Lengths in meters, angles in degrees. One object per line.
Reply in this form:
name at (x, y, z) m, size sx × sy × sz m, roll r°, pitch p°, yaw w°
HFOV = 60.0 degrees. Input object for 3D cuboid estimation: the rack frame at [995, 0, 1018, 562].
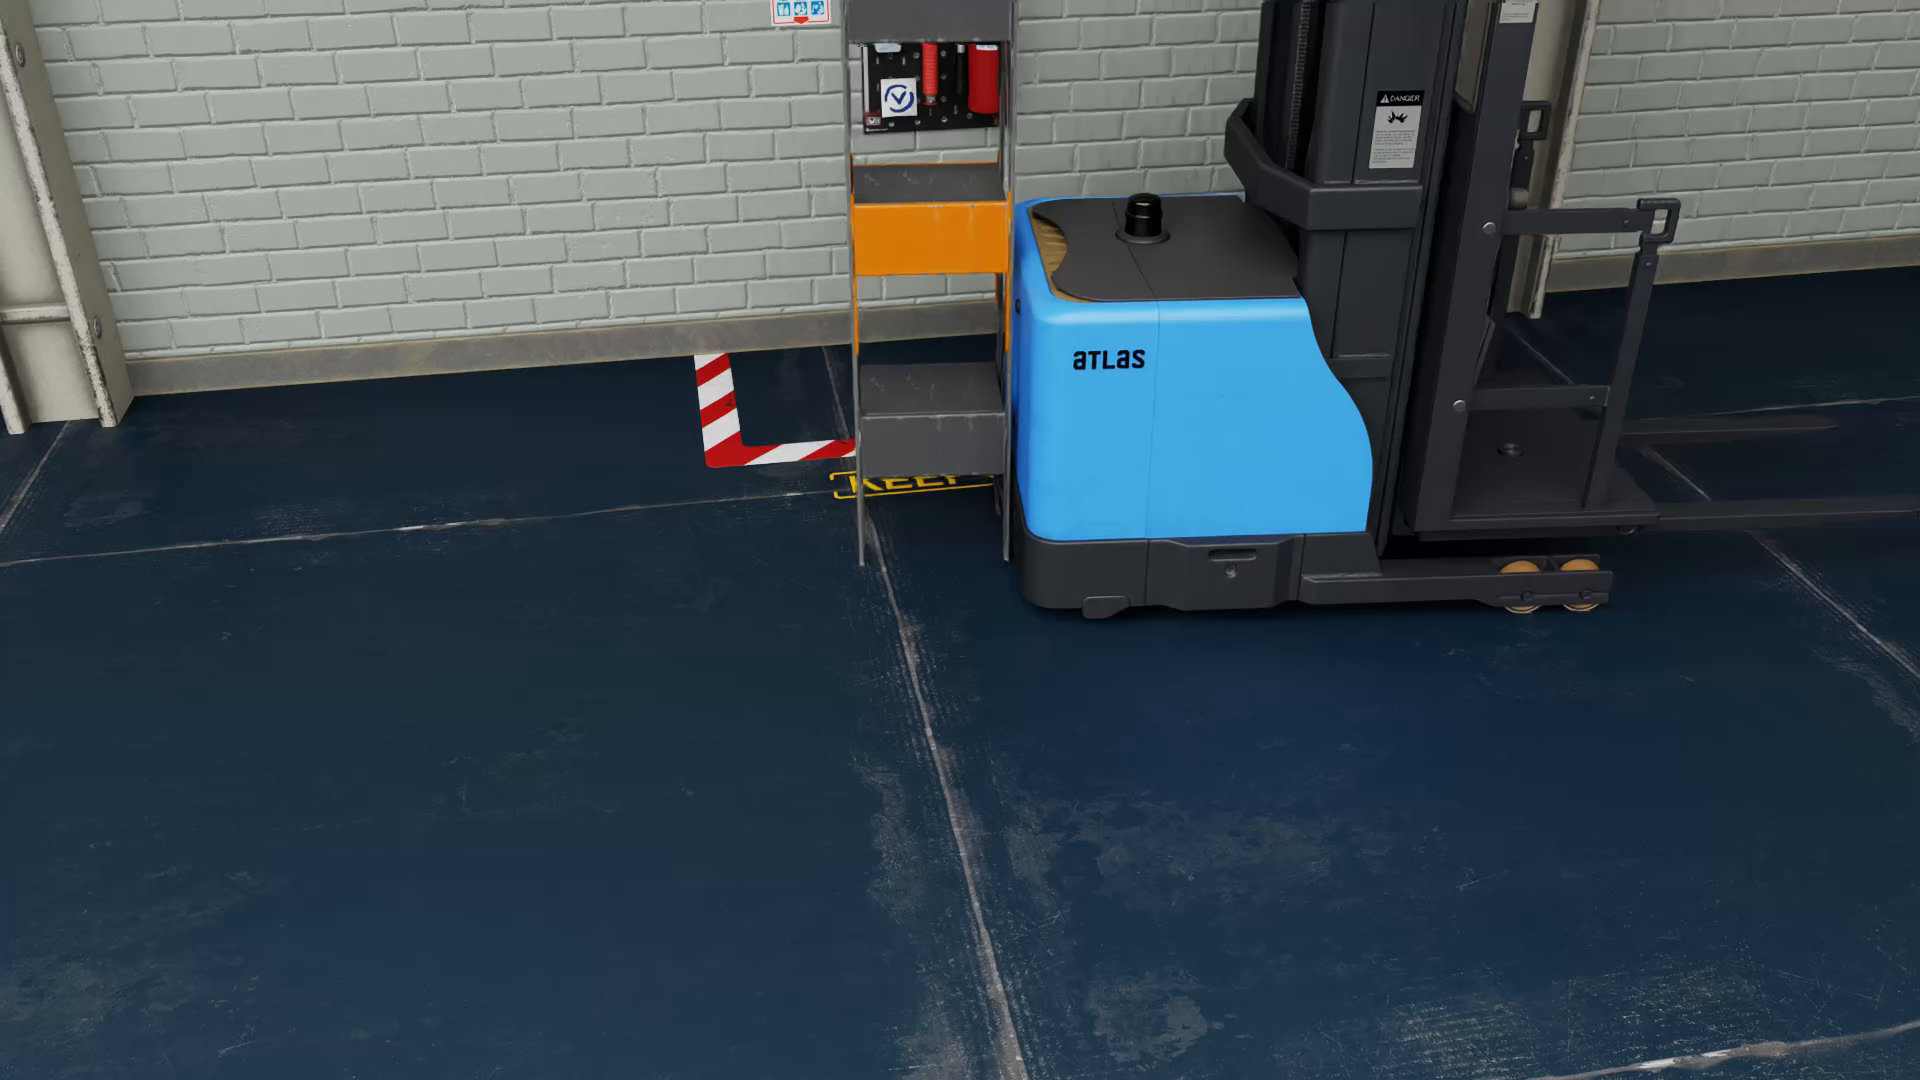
rack frame at (0.145, -0.932, 5.263) m, size 0.015 × 2.100 × 0.400 m, roll -2°, pitch 31°, yaw -3°

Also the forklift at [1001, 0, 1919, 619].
forklift at (1.683, -1.294, 5.060) m, size 3.031 × 2.935 × 1.130 m, roll -2°, pitch 31°, yaw -3°

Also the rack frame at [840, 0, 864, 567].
rack frame at (-0.342, -0.916, 5.236) m, size 0.015 × 2.100 × 0.400 m, roll -2°, pitch 31°, yaw -3°

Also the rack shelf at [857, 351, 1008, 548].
rack shelf at (-0.099, -0.308, 5.611) m, size 0.480 × 0.518 × 0.431 m, roll -2°, pitch 31°, yaw -3°

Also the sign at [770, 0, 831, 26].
sign at (-0.620, -2.156, 6.422) m, size 0.234 × 0.329 × 0.001 m, roll -5°, pitch 31°, yaw -9°

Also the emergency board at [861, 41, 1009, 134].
emergency board at (-0.058, -2.139, 6.429) m, size 0.643 × 1.169 × 0.194 m, roll -5°, pitch 31°, yaw -9°

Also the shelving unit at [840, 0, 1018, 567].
shelving unit at (-0.099, -0.924, 5.249) m, size 0.503 × 2.100 × 0.431 m, roll -2°, pitch 31°, yaw -3°

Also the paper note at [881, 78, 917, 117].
paper note at (-0.245, -1.778, 6.683) m, size 0.142 × 0.148 × 0.016 m, roll -5°, pitch 31°, yaw -9°

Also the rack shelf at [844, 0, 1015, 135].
rack shelf at (-0.099, -1.515, 4.901) m, size 0.480 × 0.518 × 0.431 m, roll -2°, pitch 31°, yaw -3°

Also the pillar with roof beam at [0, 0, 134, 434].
pillar with roof beam at (-2.747, -2.238, 0.678) m, size 0.400 × 9.000 × 9.100 m, roll -5°, pitch 31°, yaw -9°

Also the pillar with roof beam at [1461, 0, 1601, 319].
pillar with roof beam at (3.155, -2.786, 1.609) m, size 0.400 × 9.000 × 9.100 m, roll -5°, pitch 31°, yaw -9°

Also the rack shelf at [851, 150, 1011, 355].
rack shelf at (-0.099, -0.912, 5.256) m, size 0.480 × 0.518 × 0.431 m, roll -2°, pitch 31°, yaw -3°
